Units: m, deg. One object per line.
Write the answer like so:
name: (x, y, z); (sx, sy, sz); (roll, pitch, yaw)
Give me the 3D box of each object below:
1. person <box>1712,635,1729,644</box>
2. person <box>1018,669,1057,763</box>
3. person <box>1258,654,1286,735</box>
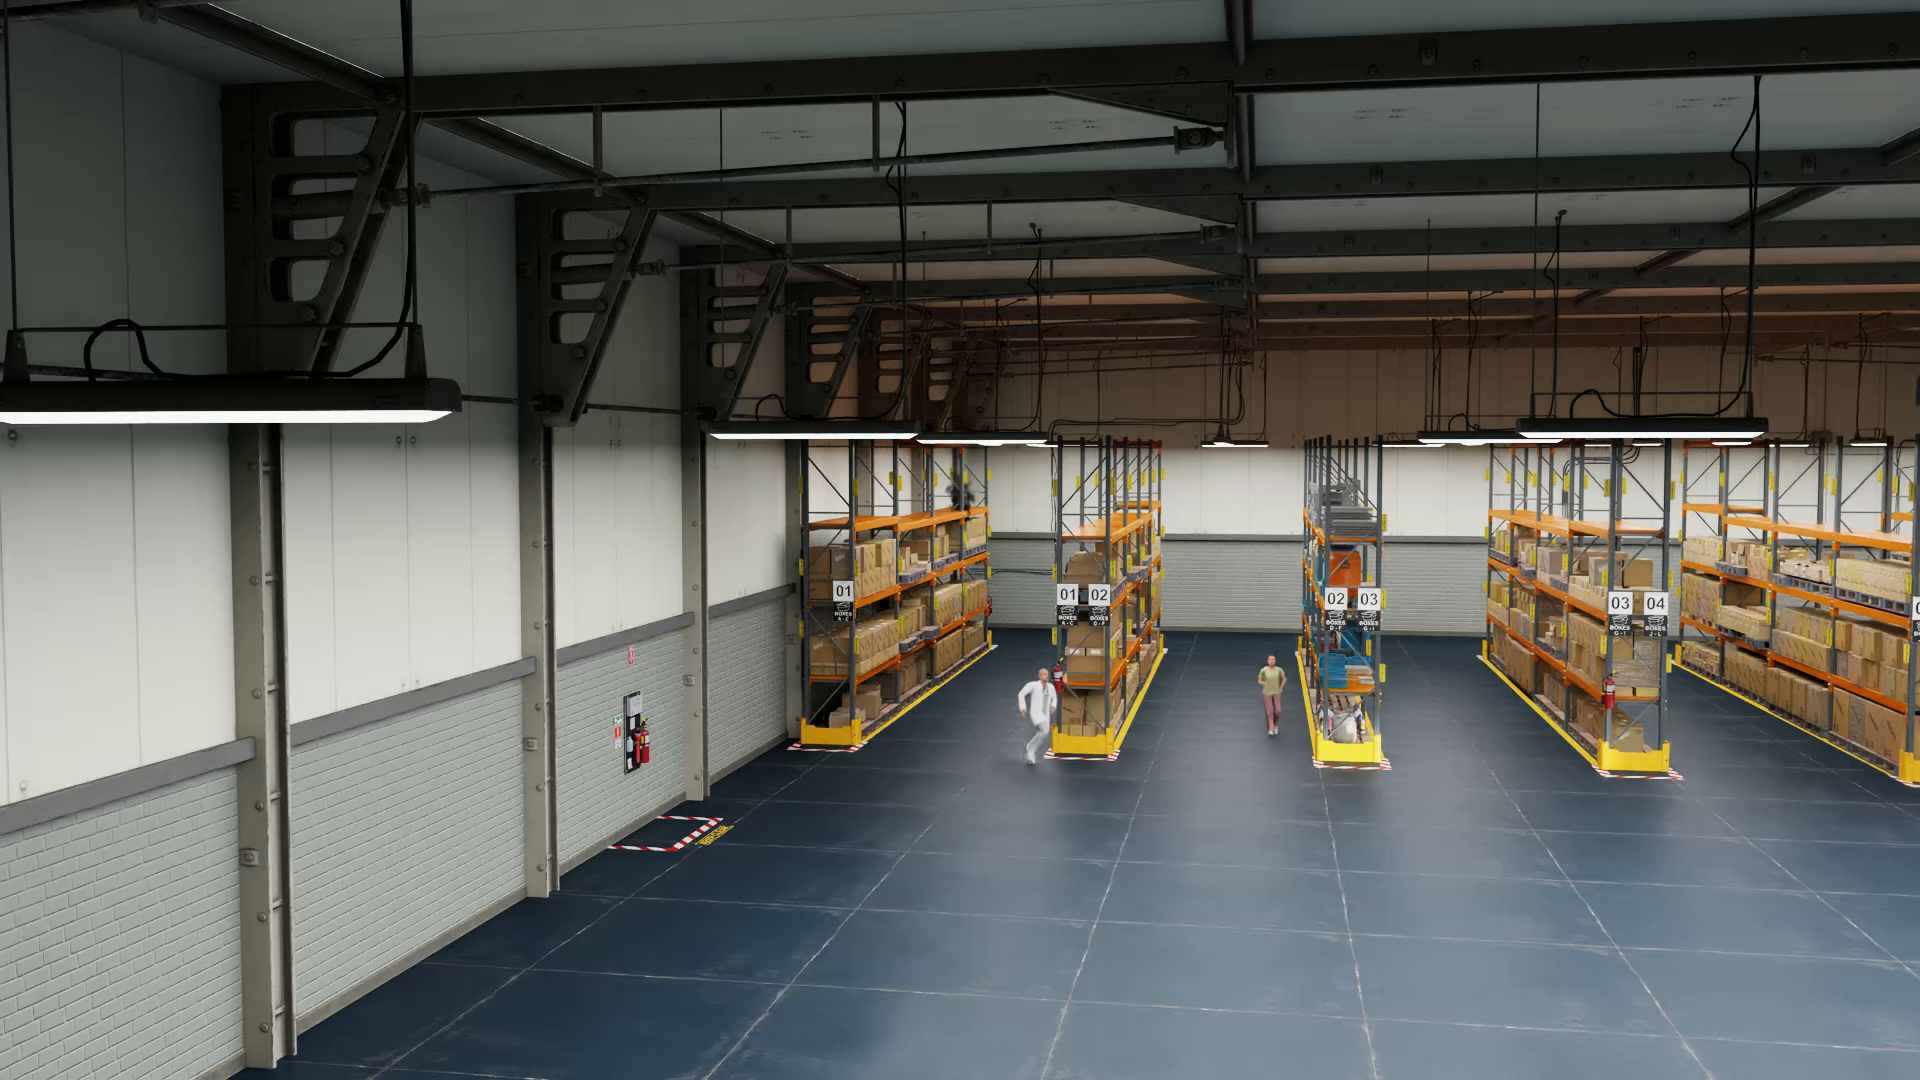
person: (20.930, 2.458, 45.670); (0.621, 1.588, 0.525); (1, 3, 12)
person: (1.500, 3.220, 30.371); (0.711, 1.697, 0.632); (-2, 4, -34)
person: (6.233, 3.094, 33.203); (0.567, 1.628, 0.549); (0, 3, 7)
